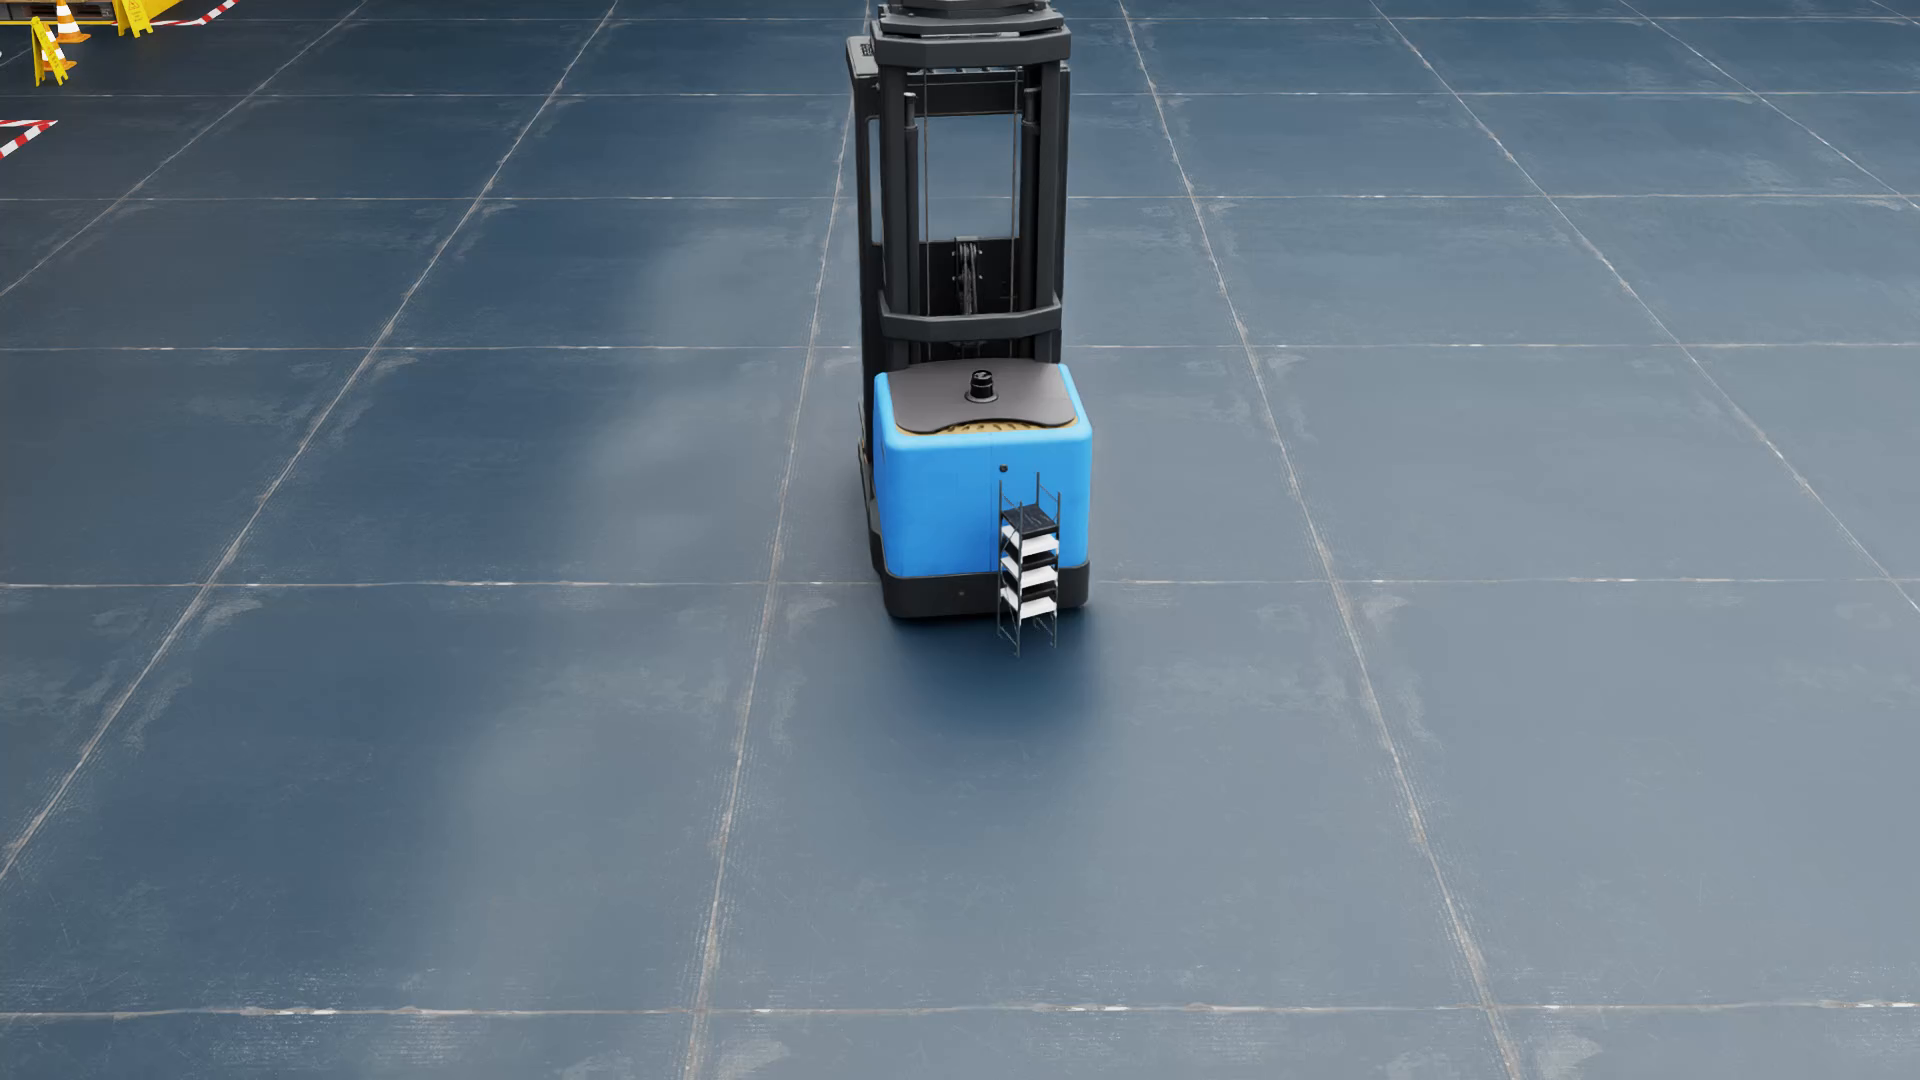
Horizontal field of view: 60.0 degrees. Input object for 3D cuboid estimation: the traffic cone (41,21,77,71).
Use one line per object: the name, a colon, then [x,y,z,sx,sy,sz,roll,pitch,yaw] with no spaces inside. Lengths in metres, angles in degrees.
traffic cone: [-9.466,-5.155,17.300,0.334,0.463,0.336,0,31,0]

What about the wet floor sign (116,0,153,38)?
wet floor sign: [-9.194,-5.924,18.391,0.232,0.644,0.267,10,33,17]

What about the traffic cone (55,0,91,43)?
traffic cone: [-9.813,-5.729,18.247,0.334,0.463,0.336,0,31,0]

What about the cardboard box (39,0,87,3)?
cardboard box: [-10.221,-6.346,19.064,0.500,0.250,0.500,0,31,-1]

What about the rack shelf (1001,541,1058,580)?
rack shelf: [0.333,0.080,8.142,0.200,0.077,0.258,-14,34,-21]

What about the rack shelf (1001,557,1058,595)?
rack shelf: [0.333,0.157,8.189,0.200,0.077,0.258,-14,34,-21]

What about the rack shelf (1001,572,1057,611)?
rack shelf: [0.333,0.234,8.235,0.200,0.077,0.258,-14,34,-21]

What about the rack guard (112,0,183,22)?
rack guard: [-9.467,-6.416,19.342,0.348,0.500,1.175,0,31,0]

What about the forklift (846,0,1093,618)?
forklift: [-0.019,-1.600,9.062,1.130,2.935,3.031,-3,31,-6]

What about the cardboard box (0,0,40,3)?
cardboard box: [-10.715,-6.349,19.068,0.500,0.250,0.500,0,31,0]

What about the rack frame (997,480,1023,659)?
rack frame: [0.241,0.150,8.135,0.006,0.900,0.240,-14,34,-21]

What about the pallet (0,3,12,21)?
pallet: [-11.496,-6.306,19.439,1.213,0.211,1.003,0,31,0]

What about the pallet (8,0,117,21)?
pallet: [-10.279,-6.308,19.443,1.213,0.211,1.003,0,31,0]

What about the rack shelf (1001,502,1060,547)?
rack shelf: [0.333,-0.074,8.049,0.200,0.077,0.258,-14,34,-21]

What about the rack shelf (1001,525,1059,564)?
rack shelf: [0.333,0.003,8.095,0.200,0.077,0.258,-14,34,-21]

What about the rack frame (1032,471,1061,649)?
rack frame: [0.426,0.106,8.208,0.006,0.900,0.240,-14,34,-21]

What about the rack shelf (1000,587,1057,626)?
rack shelf: [0.333,0.311,8.282,0.200,0.077,0.258,-14,34,-21]

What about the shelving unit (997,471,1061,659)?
shelving unit: [0.333,0.128,8.171,0.210,0.900,0.258,-14,34,-21]

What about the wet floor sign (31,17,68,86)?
wet floor sign: [-9.243,-4.938,16.766,0.232,0.644,0.267,-5,32,-9]
